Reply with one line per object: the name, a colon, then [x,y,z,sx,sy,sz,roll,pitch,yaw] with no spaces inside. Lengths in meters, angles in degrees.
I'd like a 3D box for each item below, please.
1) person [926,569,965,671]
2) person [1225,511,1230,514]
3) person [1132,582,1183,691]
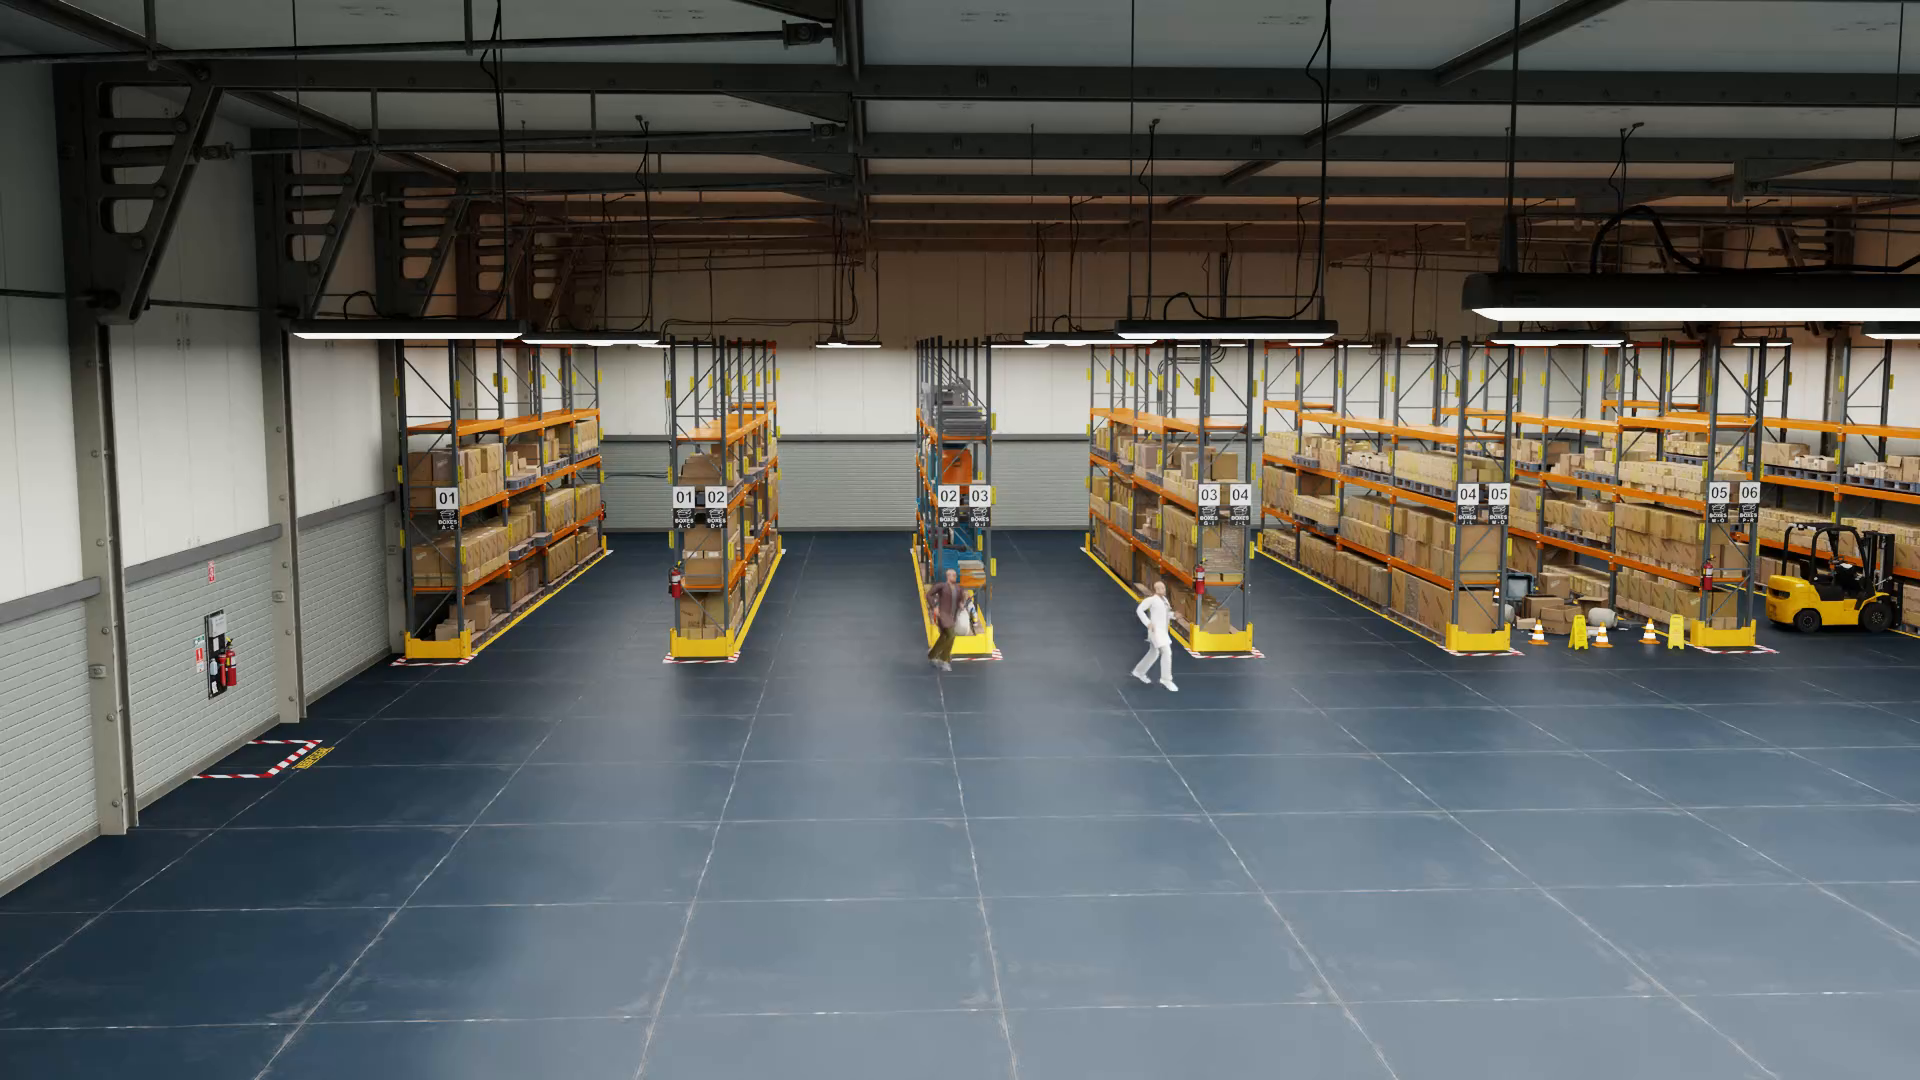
person: [-0.227,1.442,30.186,0.760,1.819,0.687,5,8,39]
person: [7.401,-0.425,47.127,0.710,1.633,0.507,1,7,12]
person: [3.349,1.624,28.354,0.890,1.845,0.688,3,7,26]
